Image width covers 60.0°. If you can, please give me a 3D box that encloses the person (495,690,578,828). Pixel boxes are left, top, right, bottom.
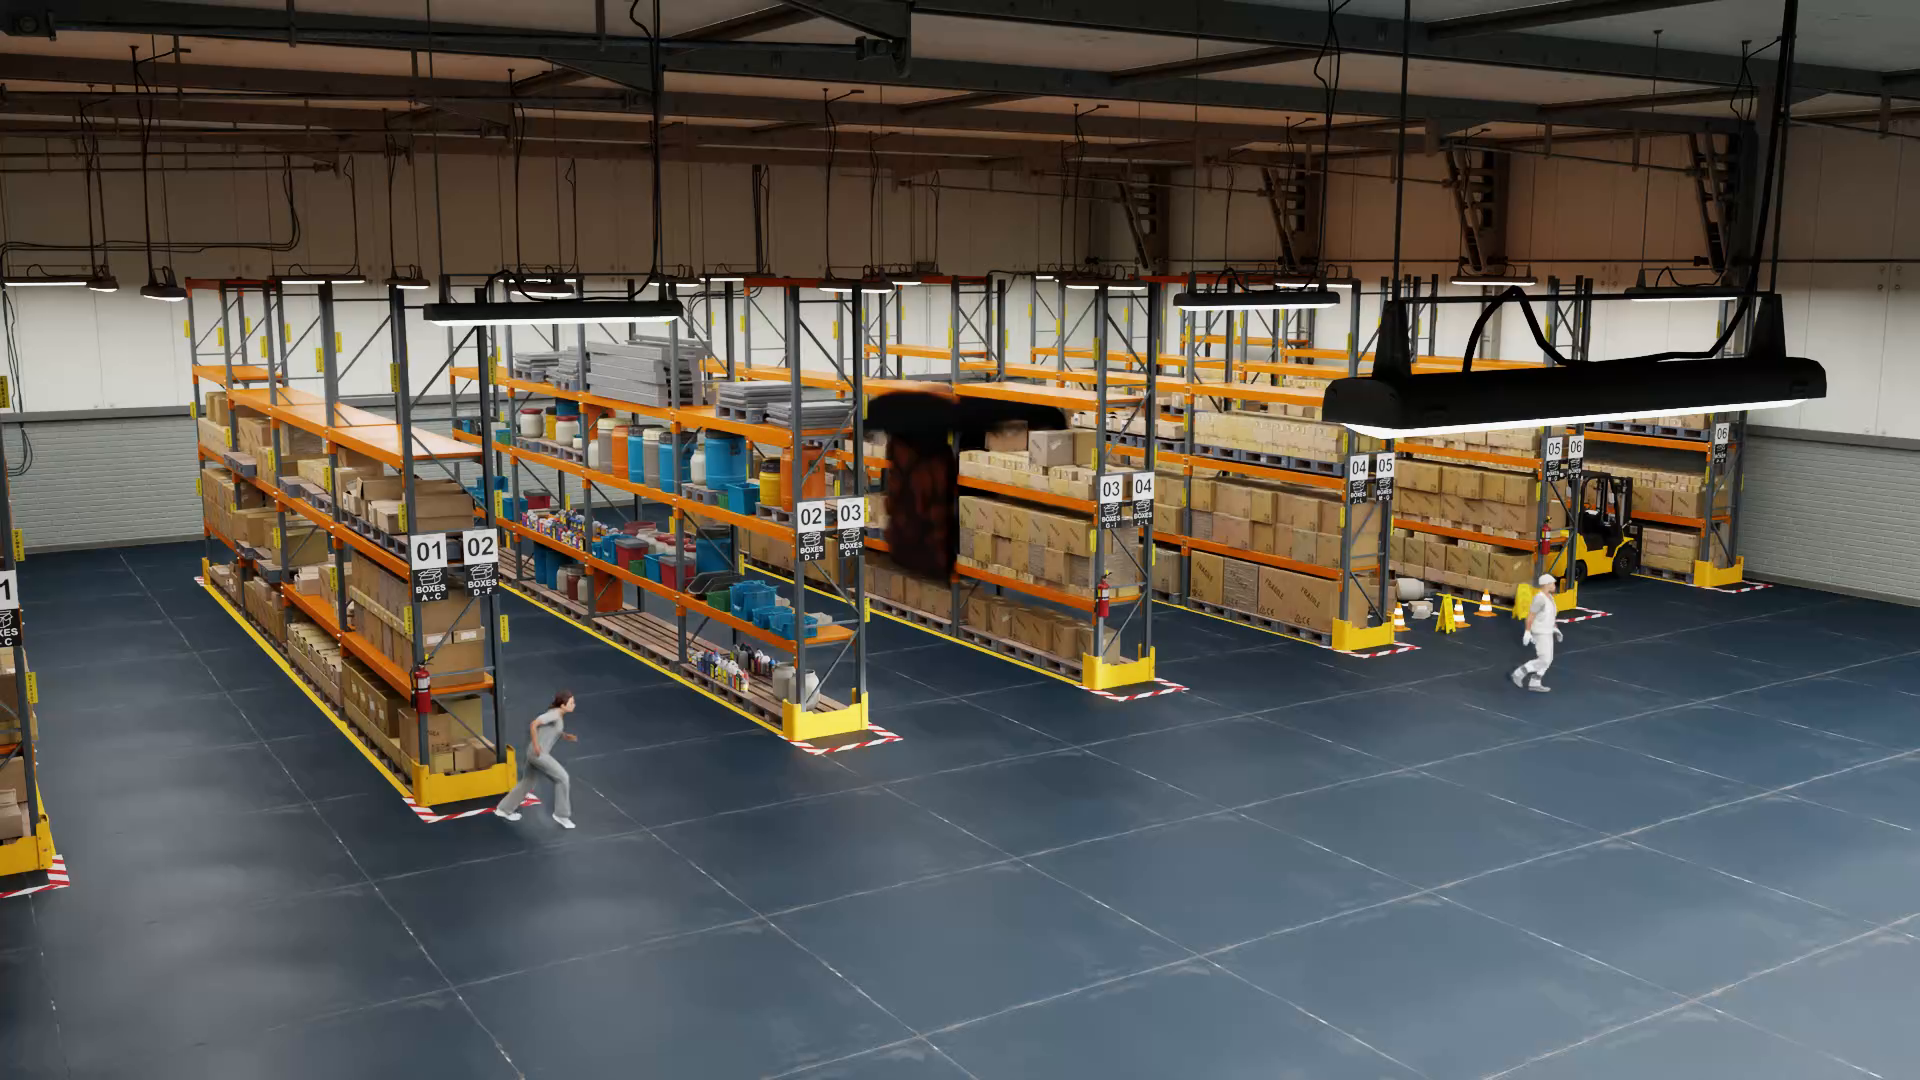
[{"bbox_3d":[-4.762,2.487,18.625,0.954,1.624,0.611,0,10,-3],"label":"person"}]

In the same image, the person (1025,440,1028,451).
[{"bbox_3d":[1.737,-2.045,44.764,0.845,1.817,0.647,-8,12,-39],"label":"person"}]

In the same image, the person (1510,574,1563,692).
[{"bbox_3d":[8.518,1.378,24.529,0.590,1.745,0.767,7,12,34],"label":"person"}]
